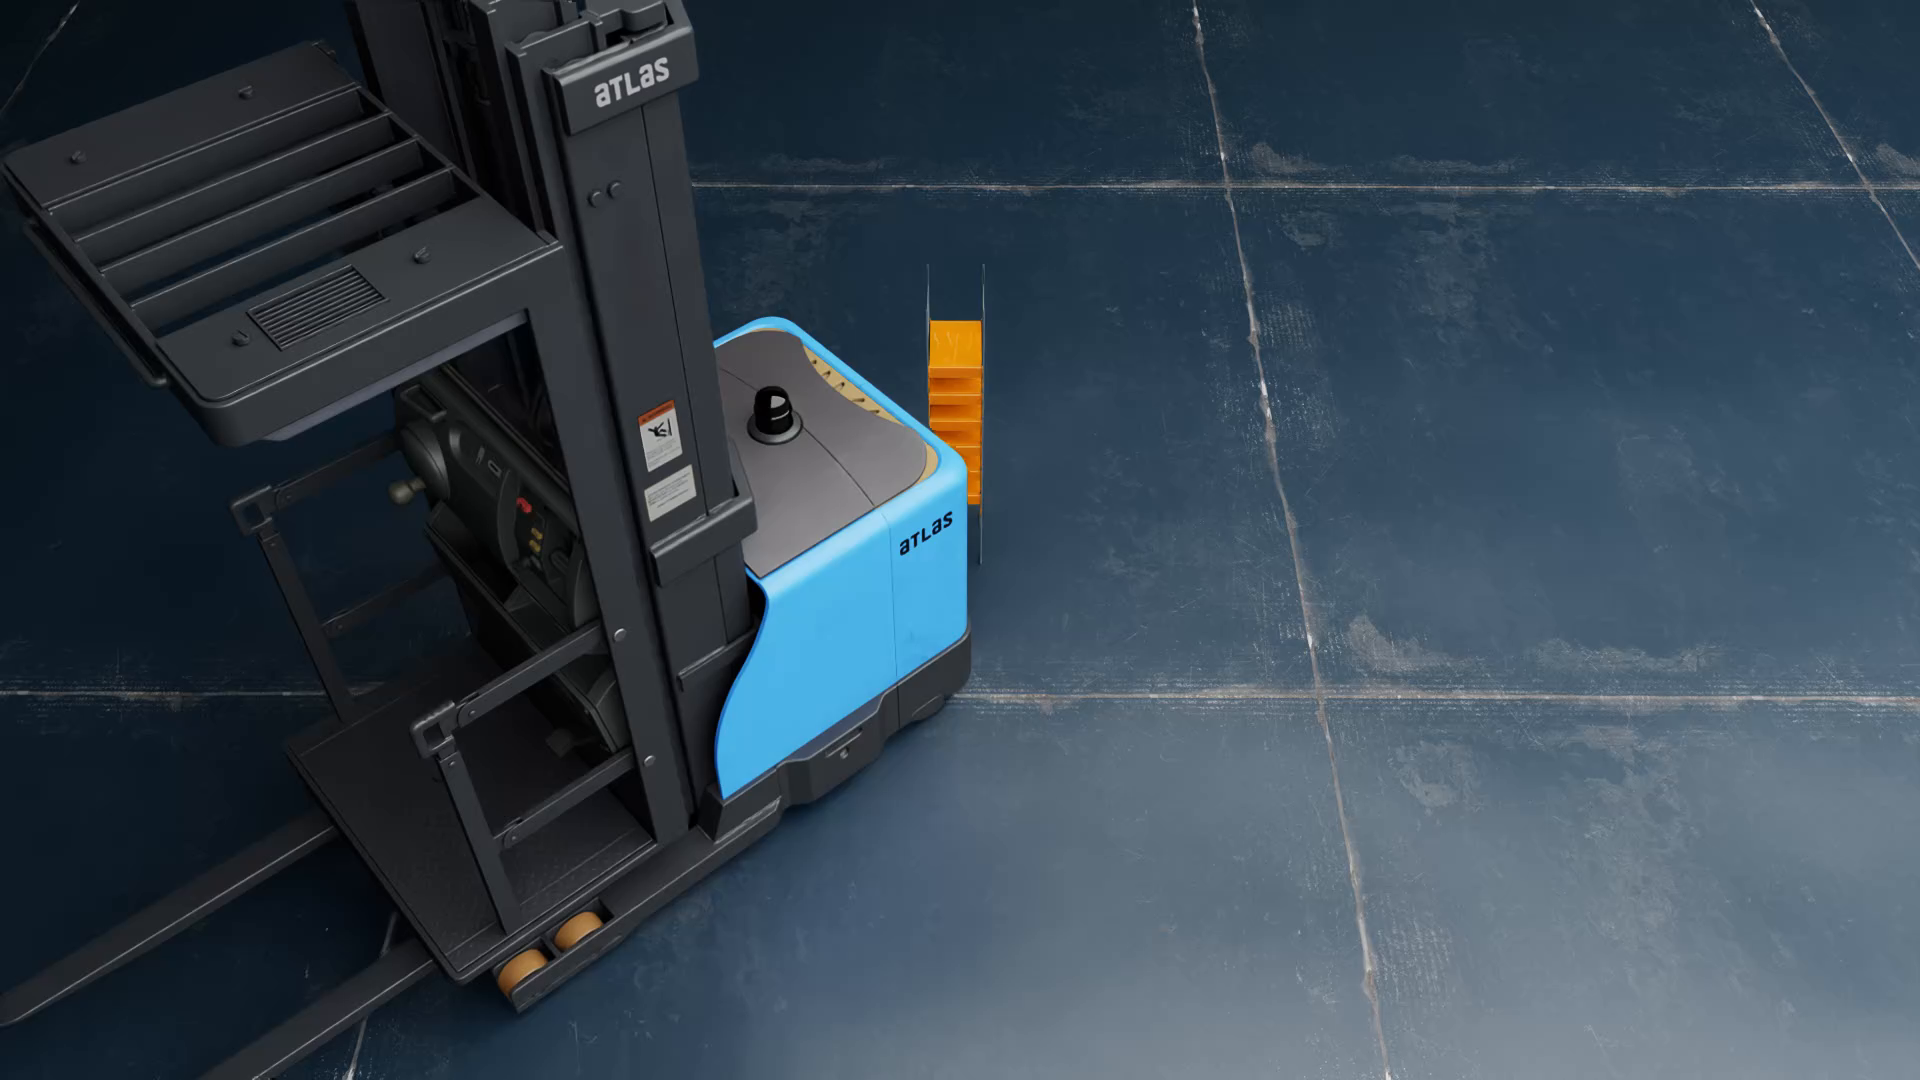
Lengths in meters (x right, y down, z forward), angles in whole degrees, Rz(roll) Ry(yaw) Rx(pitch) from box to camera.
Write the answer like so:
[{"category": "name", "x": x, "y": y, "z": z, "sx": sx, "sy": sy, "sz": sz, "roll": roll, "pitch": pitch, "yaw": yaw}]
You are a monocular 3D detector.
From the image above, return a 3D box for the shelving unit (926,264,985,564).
[{"category": "shelving unit", "x": -0.014, "y": -0.409, "z": 5.811, "sx": 0.189, "sy": 1.200, "sz": 0.258, "roll": 0, "pitch": 47, "yaw": 0}]

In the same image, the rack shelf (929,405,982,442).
[{"category": "rack shelf", "x": -0.014, "y": -0.460, "z": 5.756, "sx": 0.180, "sy": 0.103, "sz": 0.258, "roll": 0, "pitch": 47, "yaw": 0}]

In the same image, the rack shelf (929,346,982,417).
[{"category": "rack shelf", "x": -0.014, "y": -0.542, "z": 5.668, "sx": 0.180, "sy": 0.103, "sz": 0.258, "roll": 0, "pitch": 47, "yaw": 0}]

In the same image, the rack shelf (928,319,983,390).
[{"category": "rack shelf", "x": -0.014, "y": -0.624, "z": 5.580, "sx": 0.180, "sy": 0.103, "sz": 0.258, "roll": 0, "pitch": 47, "yaw": 0}]

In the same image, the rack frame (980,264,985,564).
[{"category": "rack frame", "x": 0.077, "y": -0.409, "z": 5.811, "sx": 0.006, "sy": 1.200, "sz": 0.240, "roll": 0, "pitch": 47, "yaw": 0}]

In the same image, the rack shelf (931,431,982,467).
[{"category": "rack shelf", "x": -0.014, "y": -0.379, "z": 5.843, "sx": 0.180, "sy": 0.103, "sz": 0.258, "roll": 0, "pitch": 47, "yaw": 0}]

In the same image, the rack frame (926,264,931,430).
[{"category": "rack frame", "x": -0.106, "y": -0.409, "z": 5.811, "sx": 0.006, "sy": 1.200, "sz": 0.240, "roll": 0, "pitch": 47, "yaw": 0}]

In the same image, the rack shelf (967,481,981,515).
[{"category": "rack shelf", "x": -0.014, "y": -0.215, "z": 6.019, "sx": 0.180, "sy": 0.103, "sz": 0.258, "roll": 0, "pitch": 47, "yaw": 0}]

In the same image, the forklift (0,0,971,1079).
[{"category": "forklift", "x": -1.402, "y": -0.054, "z": 4.298, "sx": 3.031, "sy": 2.935, "sz": 1.130, "roll": -33, "pitch": 55, "yaw": -27}]

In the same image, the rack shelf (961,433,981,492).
[{"category": "rack shelf", "x": -0.014, "y": -0.297, "z": 5.931, "sx": 0.180, "sy": 0.103, "sz": 0.258, "roll": 0, "pitch": 47, "yaw": 0}]
